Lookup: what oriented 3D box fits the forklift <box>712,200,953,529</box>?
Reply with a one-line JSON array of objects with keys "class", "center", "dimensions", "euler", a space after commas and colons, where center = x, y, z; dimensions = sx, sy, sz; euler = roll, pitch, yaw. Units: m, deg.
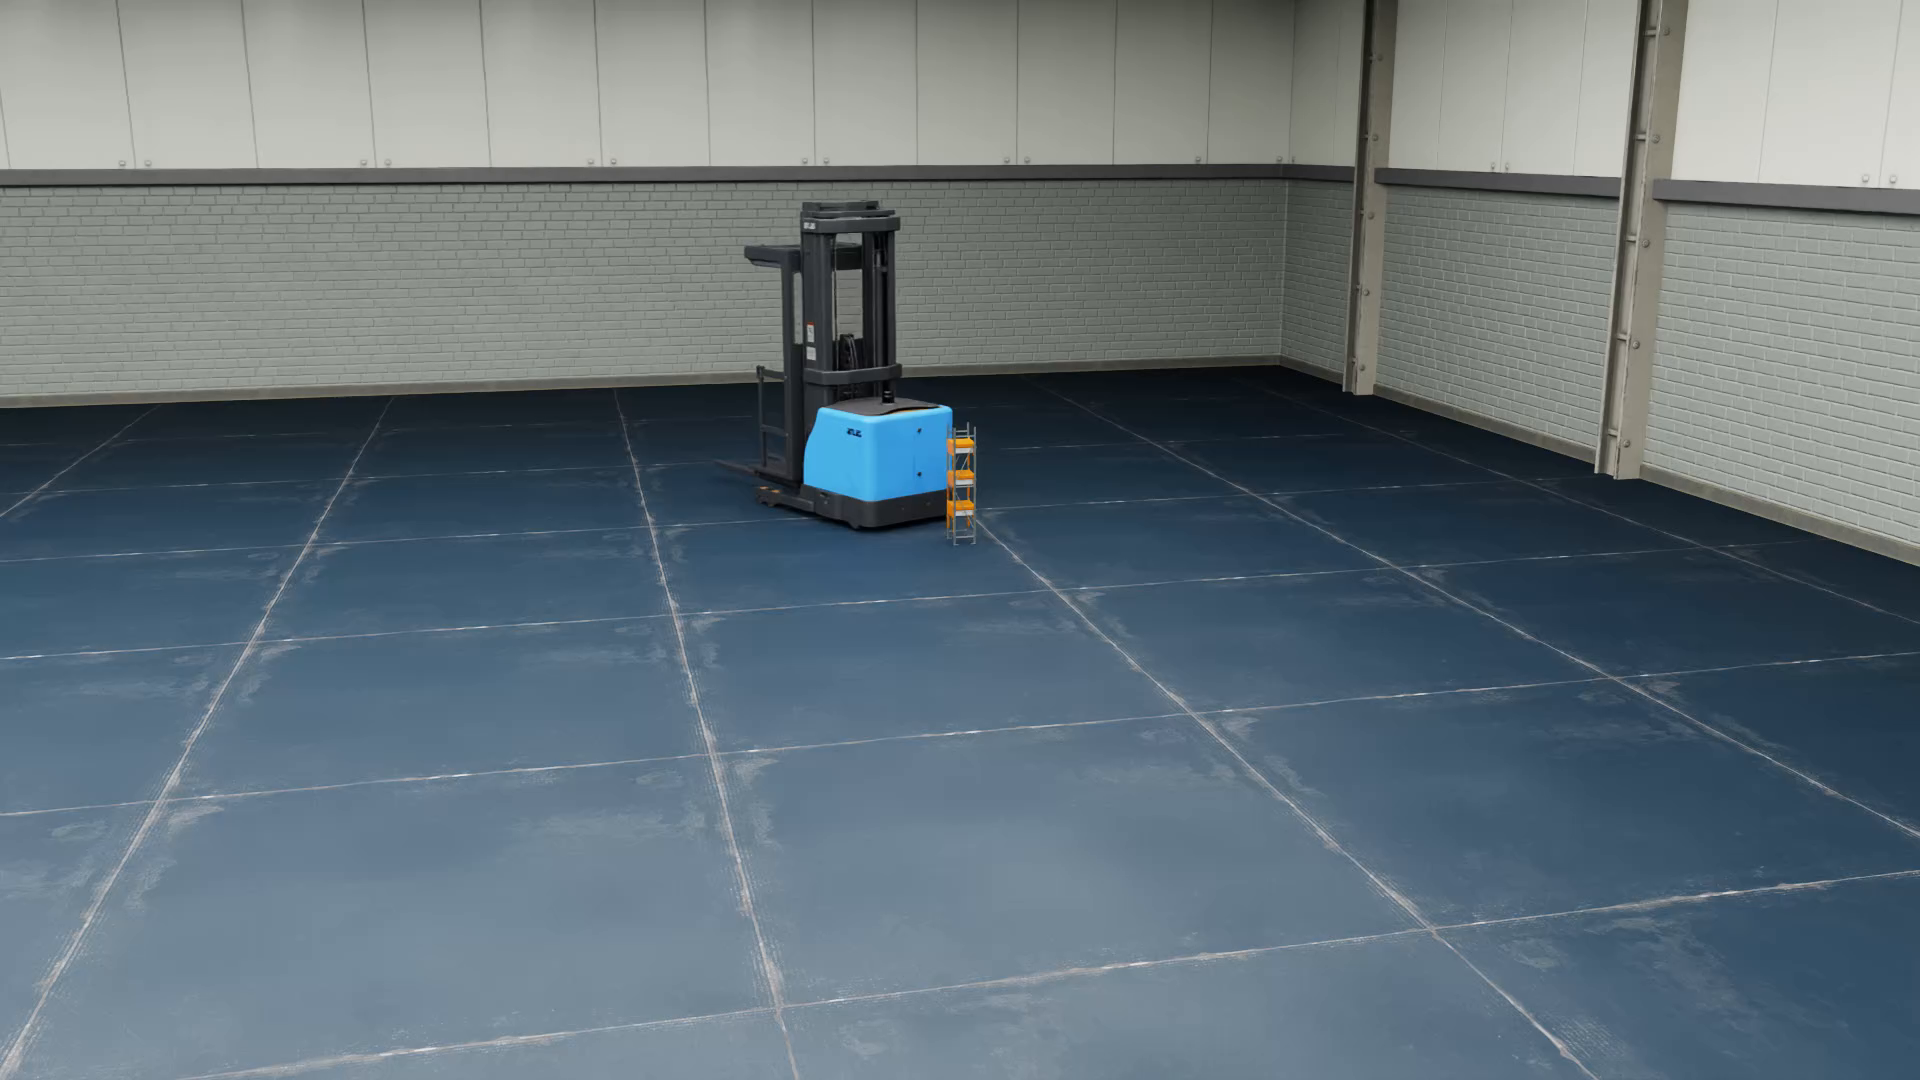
[{"class": "forklift", "center": [-1.378, -1.815, 16.179], "dimensions": [1.130, 2.935, 3.031], "euler": [-11, 18, -38]}]

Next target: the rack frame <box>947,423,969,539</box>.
[{"class": "rack frame", "center": [-0.016, -0.526, 14.867], "dimensions": [0.200, 1.050, 0.008], "euler": [-3, 14, -13]}]

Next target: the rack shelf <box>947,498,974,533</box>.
[{"class": "rack shelf", "center": [0.013, -0.217, 14.820], "dimensions": [0.215, 0.259, 0.240], "euler": [-3, 14, -13]}]

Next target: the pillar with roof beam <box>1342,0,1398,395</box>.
[{"class": "pillar with roof beam", "center": [1.432, -6.208, 21.377], "dimensions": [9.100, 9.000, 0.400], "euler": [-3, 14, -13]}]

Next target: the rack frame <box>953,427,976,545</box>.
[{"class": "rack frame", "center": [0.041, -0.470, 14.637], "dimensions": [0.200, 1.050, 0.008], "euler": [-3, 14, -13]}]

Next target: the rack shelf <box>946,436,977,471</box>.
[{"class": "rack shelf", "center": [0.013, -0.763, 14.687], "dimensions": [0.215, 0.259, 0.240], "euler": [-3, 14, -13]}]

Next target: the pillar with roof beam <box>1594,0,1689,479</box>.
[{"class": "pillar with roof beam", "center": [2.841, -4.824, 15.711], "dimensions": [9.100, 9.000, 0.400], "euler": [-3, 14, -13]}]

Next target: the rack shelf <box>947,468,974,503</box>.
[{"class": "rack shelf", "center": [0.013, -0.487, 14.754], "dimensions": [0.215, 0.259, 0.240], "euler": [-3, 14, -13]}]

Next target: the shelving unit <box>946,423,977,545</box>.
[{"class": "shelving unit", "center": [0.013, -0.498, 14.752], "dimensions": [0.215, 1.050, 0.252], "euler": [-3, 14, -13]}]
